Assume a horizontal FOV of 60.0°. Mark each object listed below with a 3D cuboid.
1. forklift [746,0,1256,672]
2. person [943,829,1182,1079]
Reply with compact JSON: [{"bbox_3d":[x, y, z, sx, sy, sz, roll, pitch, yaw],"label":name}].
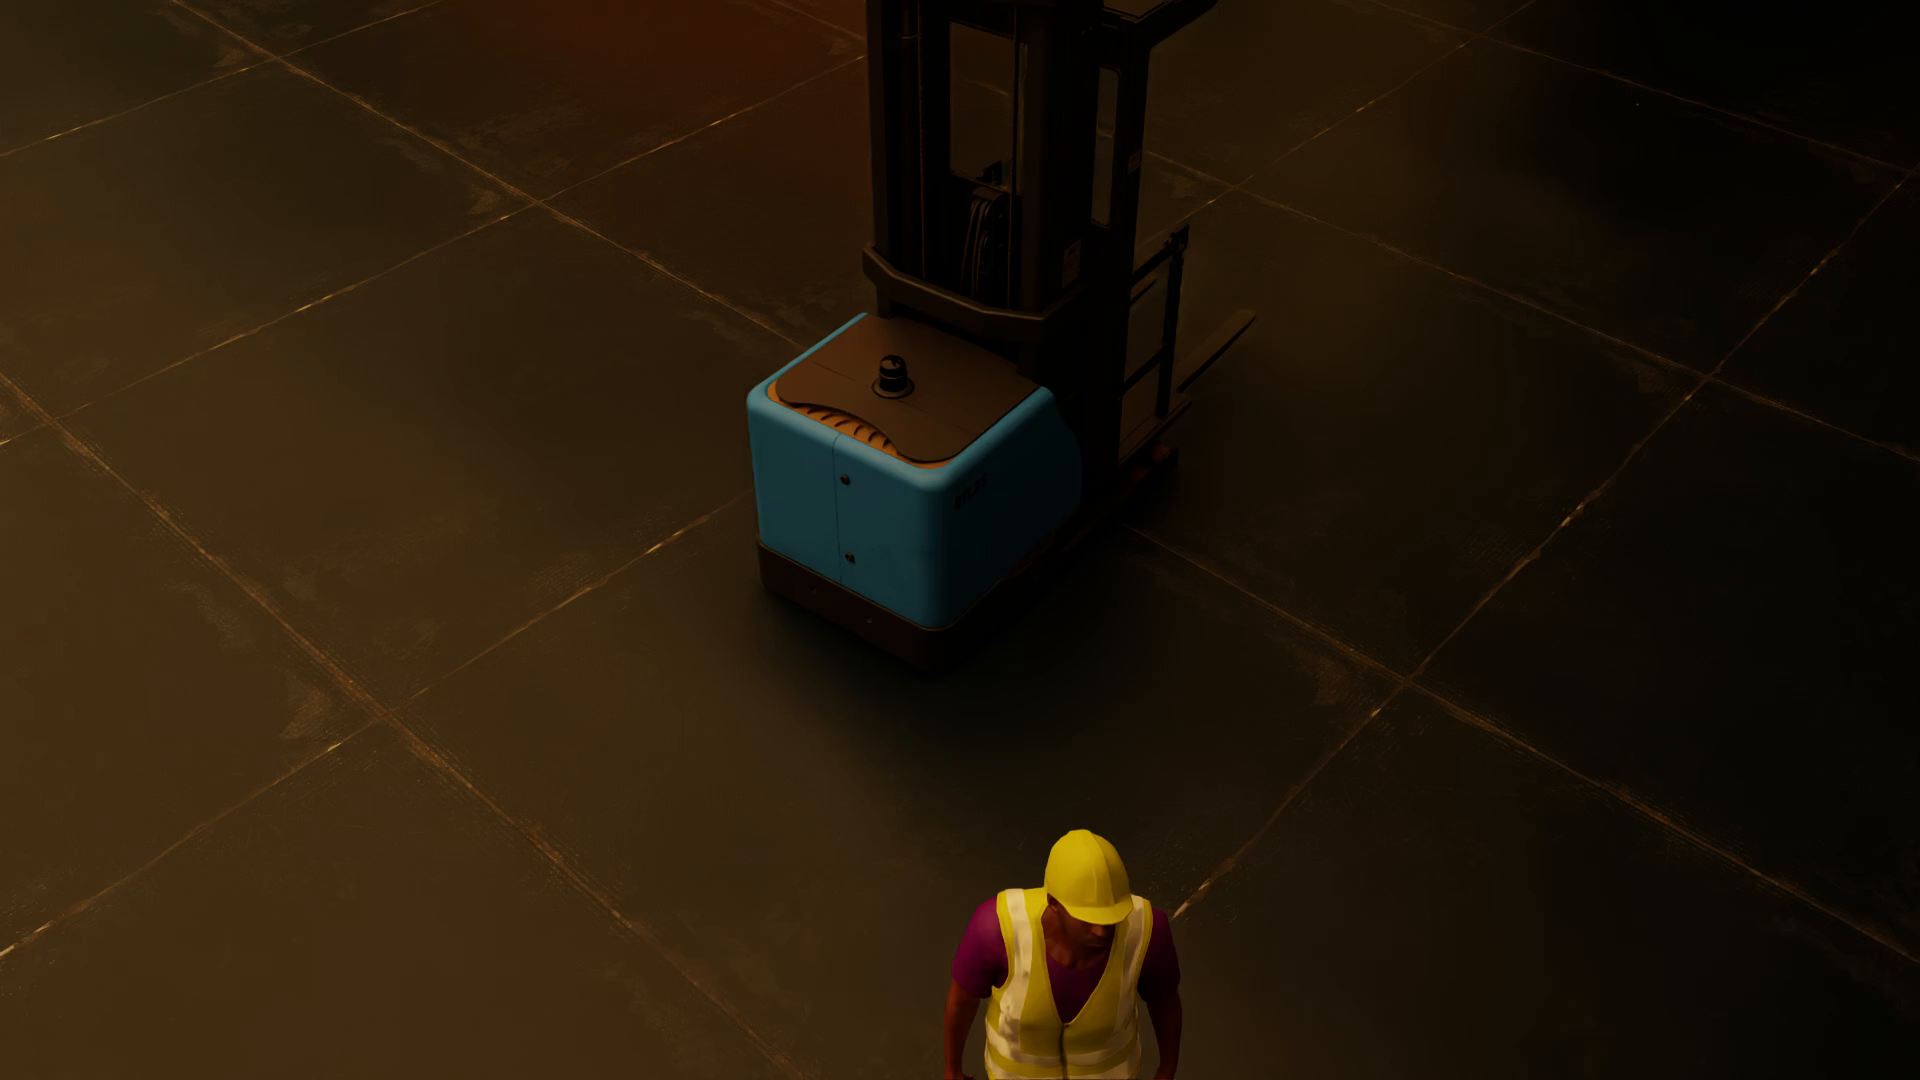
[{"bbox_3d":[0.392,-1.475,7.148,1.130,2.935,3.031,26,47,27],"label":"forklift"},{"bbox_3d":[0.281,1.507,4.558,0.665,1.768,0.565,-2,41,-2],"label":"person"}]
